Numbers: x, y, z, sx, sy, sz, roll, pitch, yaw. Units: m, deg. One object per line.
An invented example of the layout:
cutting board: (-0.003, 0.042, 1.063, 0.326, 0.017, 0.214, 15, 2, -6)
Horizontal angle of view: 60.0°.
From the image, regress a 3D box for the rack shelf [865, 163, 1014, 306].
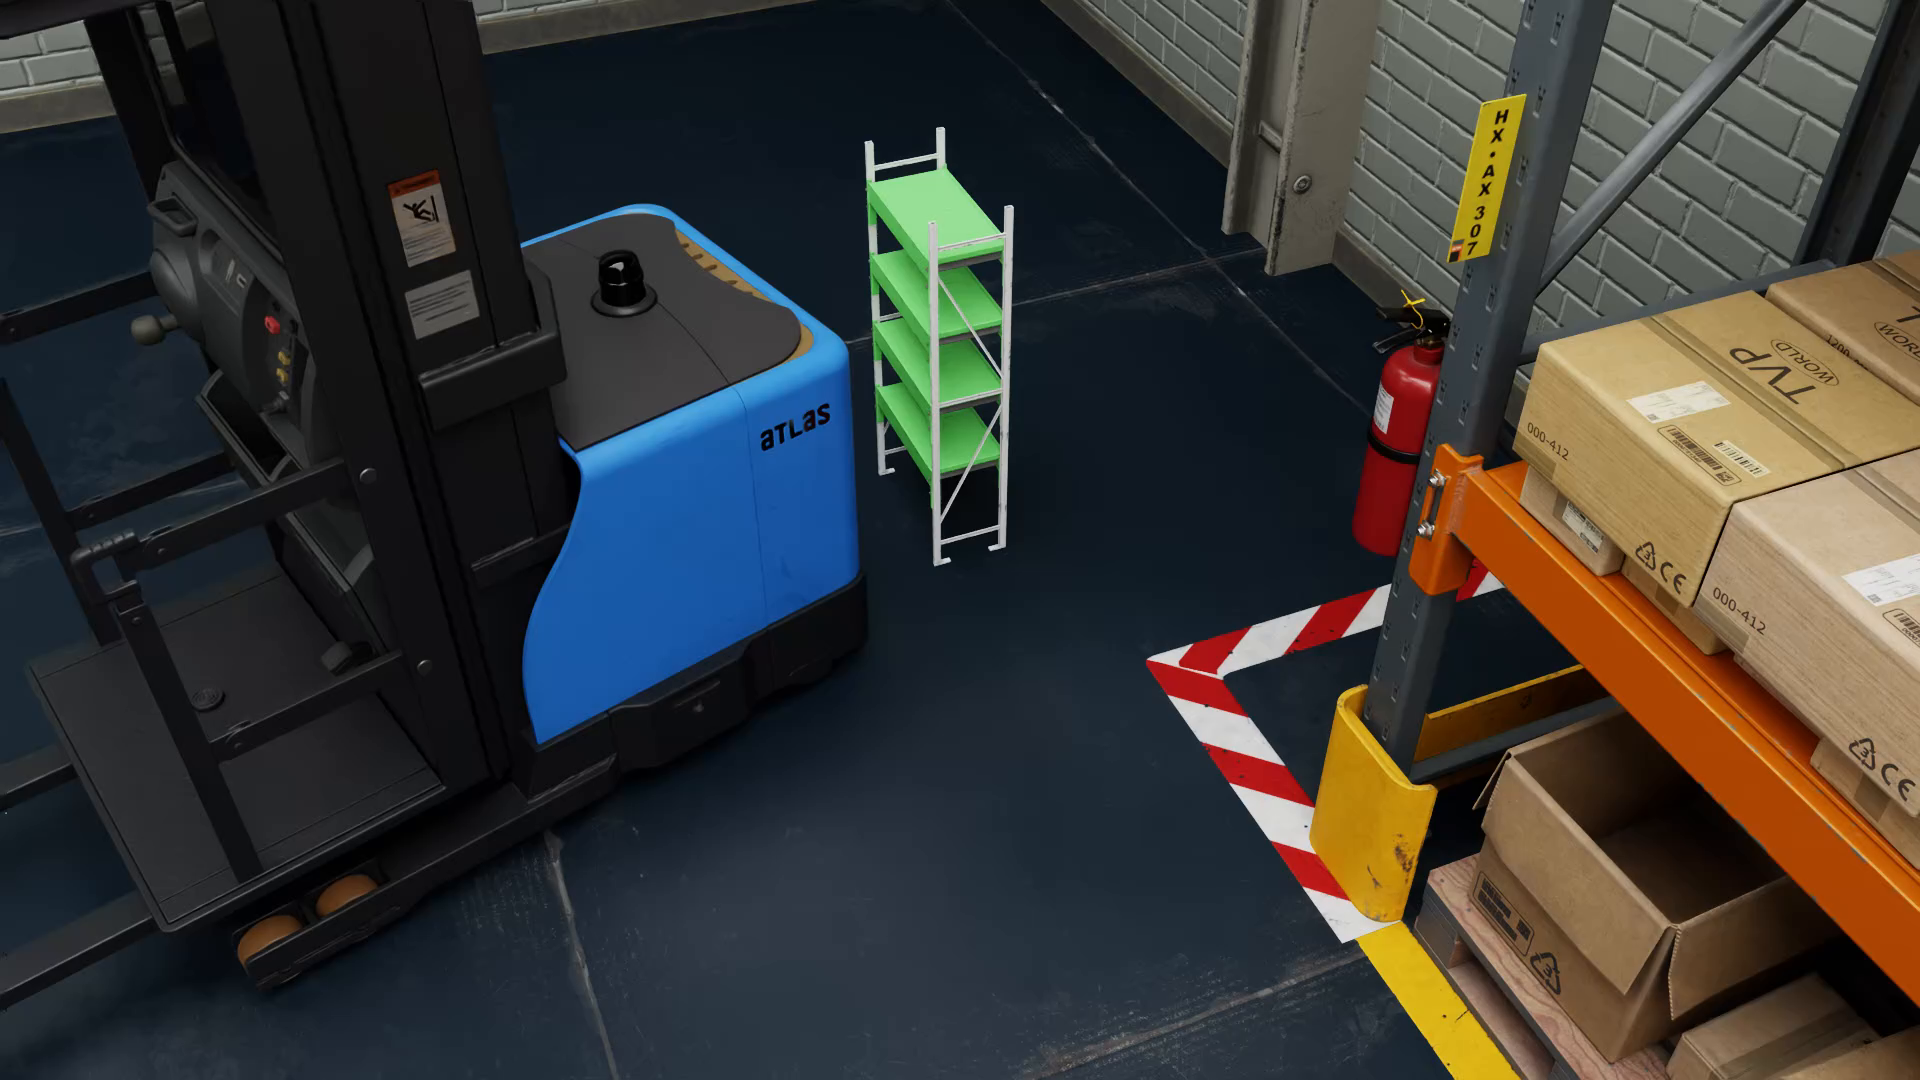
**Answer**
rack shelf: (-0.063, -0.870, 4.703, 0.258, 0.148, 0.480, -15, 43, -17)

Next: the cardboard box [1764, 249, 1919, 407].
cardboard box: (1.889, -0.311, 3.198, 0.500, 0.250, 0.500, -14, 43, -16)

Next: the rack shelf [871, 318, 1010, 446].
rack shelf: (-0.063, -0.506, 5.016, 0.258, 0.148, 0.480, -15, 43, -17)

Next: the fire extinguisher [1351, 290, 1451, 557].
fire extinguisher: (0.985, -0.268, 3.607, 0.296, 0.674, 0.183, -15, 43, -17)

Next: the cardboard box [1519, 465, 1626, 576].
cardboard box: (1.341, -0.104, 3.263, 0.380, 0.149, 0.250, -15, 43, -17)

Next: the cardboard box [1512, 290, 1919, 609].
cardboard box: (1.393, -0.181, 3.047, 0.500, 0.250, 0.500, -15, 43, -17)

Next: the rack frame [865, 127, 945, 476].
rack frame: (-0.157, -0.702, 5.146, 0.240, 1.200, 0.015, -15, 43, -17)

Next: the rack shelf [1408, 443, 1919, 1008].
rack shelf: (2.234, 1.012, 2.324, 1.077, 0.370, 4.000, -15, 43, -17)

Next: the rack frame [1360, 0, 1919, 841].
rack frame: (1.468, -0.466, 3.491, 1.000, 3.000, 0.127, -15, 43, -17)

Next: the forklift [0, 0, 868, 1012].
forklift: (-1.732, -0.434, 3.507, 3.031, 2.935, 1.130, -28, 48, -28)

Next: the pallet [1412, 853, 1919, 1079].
pallet: (1.803, 1.117, 3.789, 1.003, 0.211, 1.213, -15, 43, -17)

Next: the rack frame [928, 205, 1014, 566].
rack frame: (0.030, -0.408, 4.804, 0.240, 1.200, 0.015, -15, 43, -17)

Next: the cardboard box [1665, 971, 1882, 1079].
cardboard box: (1.741, 1.114, 3.519, 0.380, 0.149, 0.250, -17, 43, -19)

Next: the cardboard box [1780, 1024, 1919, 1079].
cardboard box: (1.906, 1.240, 3.103, 0.700, 0.500, 0.500, -13, 42, -15)

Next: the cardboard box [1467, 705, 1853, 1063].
cardboard box: (1.615, 0.714, 3.712, 0.797, 0.503, 0.637, -17, 43, -19)

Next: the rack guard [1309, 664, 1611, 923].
rack guard: (1.497, 0.528, 4.253, 1.175, 0.500, 0.348, -15, 43, -17)

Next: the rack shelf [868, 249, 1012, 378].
rack shelf: (-0.063, -0.688, 4.860, 0.258, 0.148, 0.480, -15, 43, -17)

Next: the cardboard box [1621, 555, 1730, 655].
cardboard box: (1.481, 0.038, 3.098, 0.380, 0.149, 0.250, -14, 43, -16)

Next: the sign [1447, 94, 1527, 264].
sign: (0.967, -0.658, 3.051, 0.100, 0.325, 0.005, -15, 43, -17)

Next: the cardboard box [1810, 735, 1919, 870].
cardboard box: (1.653, 0.355, 2.729, 0.380, 0.149, 0.250, -14, 43, -16)

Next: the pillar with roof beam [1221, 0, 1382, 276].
pillar with roof beam: (-2.708, -3.515, 2.436, 9.100, 9.000, 0.400, -15, 43, -17)

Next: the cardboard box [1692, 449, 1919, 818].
cardboard box: (1.586, 0.123, 2.694, 0.500, 0.250, 0.500, -15, 43, -16)

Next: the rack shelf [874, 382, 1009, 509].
rack shelf: (-0.063, -0.324, 5.173, 0.258, 0.148, 0.480, -15, 43, -17)

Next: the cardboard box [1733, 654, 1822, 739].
cardboard box: (1.613, 0.187, 2.924, 0.380, 0.149, 0.250, -16, 43, -17)

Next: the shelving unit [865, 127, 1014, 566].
shelving unit: (-0.063, -0.555, 4.975, 0.258, 1.200, 0.503, -15, 43, -17)
